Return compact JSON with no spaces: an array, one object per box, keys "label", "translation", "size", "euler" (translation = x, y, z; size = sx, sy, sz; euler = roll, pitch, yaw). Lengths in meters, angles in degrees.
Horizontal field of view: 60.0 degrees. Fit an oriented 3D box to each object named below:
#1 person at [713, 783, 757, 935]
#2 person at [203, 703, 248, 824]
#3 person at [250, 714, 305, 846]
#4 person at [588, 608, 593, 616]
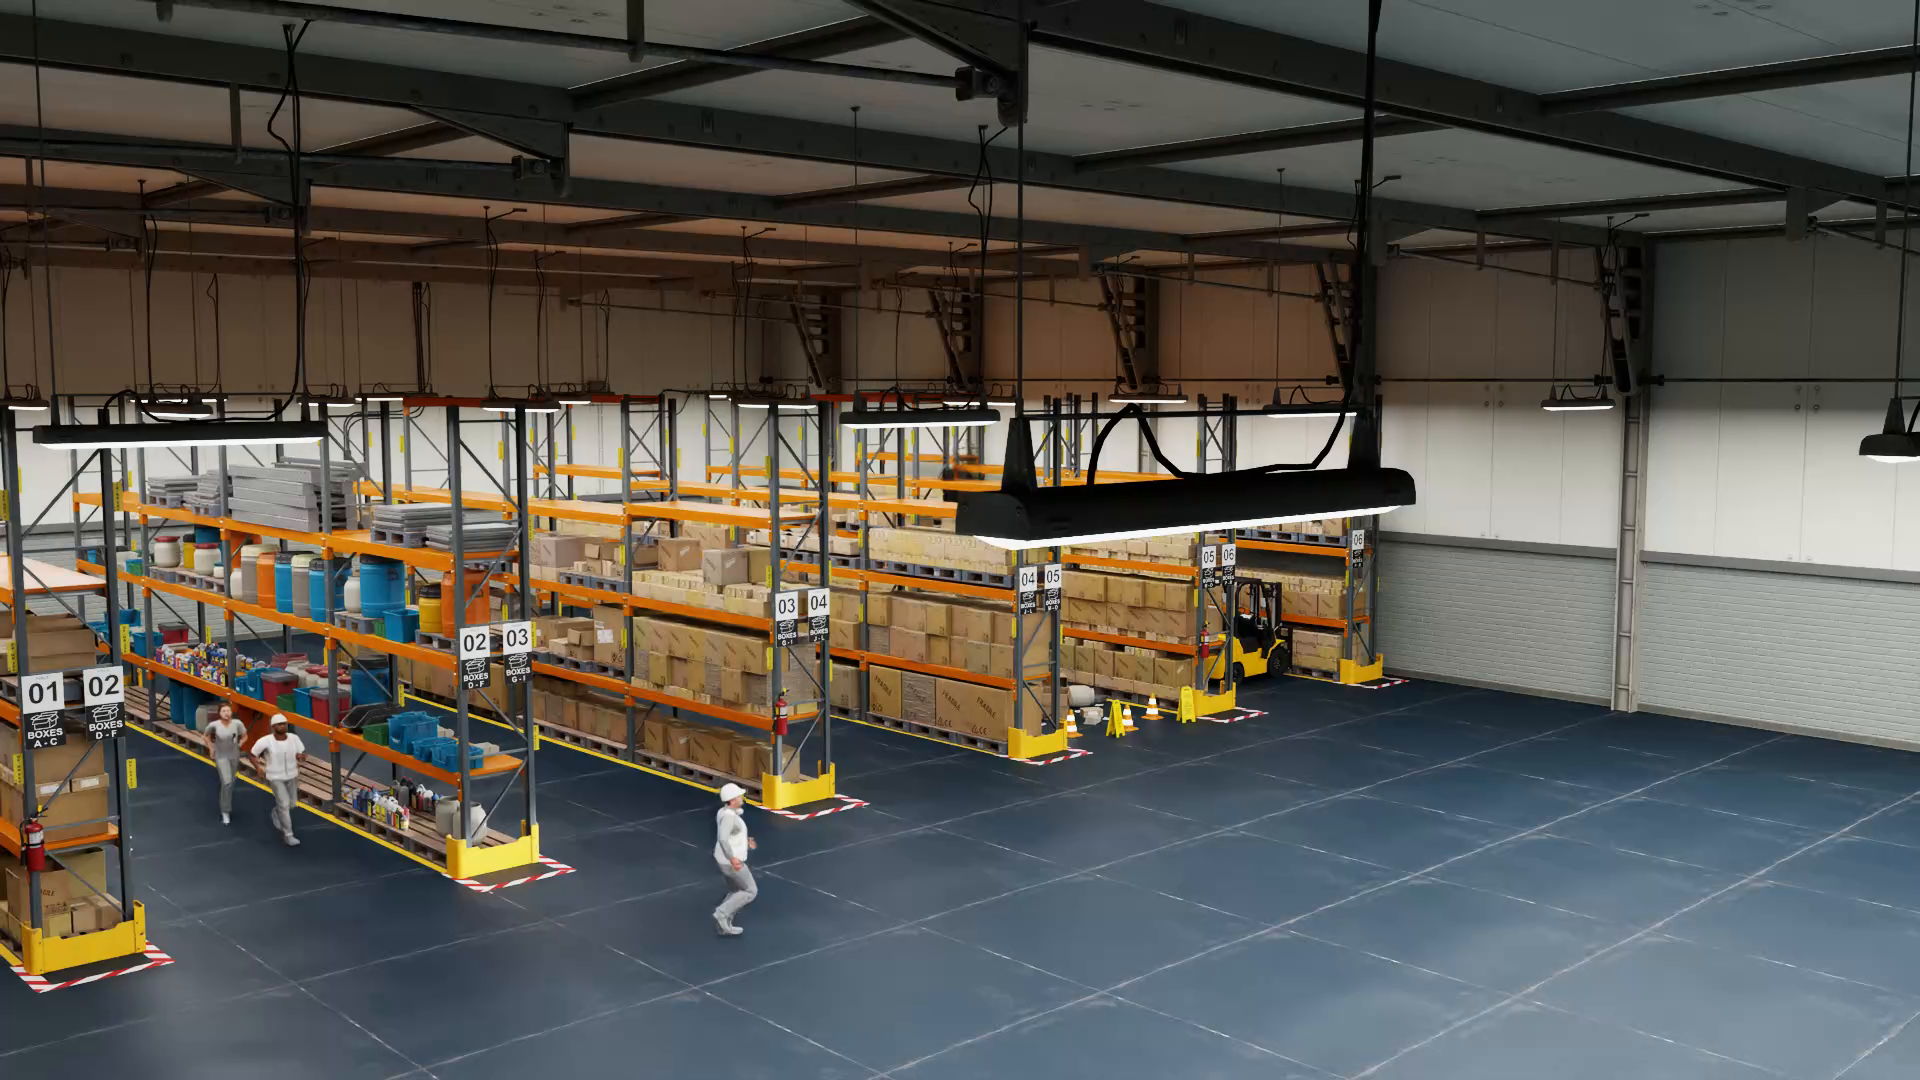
[{"label":"person","translation":[-2.570,3.633,18.975],"size":[0.571,1.740,0.672],"euler":[-2,6,-19]},{"label":"person","translation":[-10.568,3.181,23.991],"size":[0.561,1.718,0.768],"euler":[-5,7,-41]},{"label":"person","translation":[-9.277,3.245,22.757],"size":[0.963,1.747,0.678],"euler":[5,7,41]},{"label":"person","translation":[-9.150,1.376,42.133],"size":[0.936,1.767,0.731],"euler":[-4,7,-34]}]
